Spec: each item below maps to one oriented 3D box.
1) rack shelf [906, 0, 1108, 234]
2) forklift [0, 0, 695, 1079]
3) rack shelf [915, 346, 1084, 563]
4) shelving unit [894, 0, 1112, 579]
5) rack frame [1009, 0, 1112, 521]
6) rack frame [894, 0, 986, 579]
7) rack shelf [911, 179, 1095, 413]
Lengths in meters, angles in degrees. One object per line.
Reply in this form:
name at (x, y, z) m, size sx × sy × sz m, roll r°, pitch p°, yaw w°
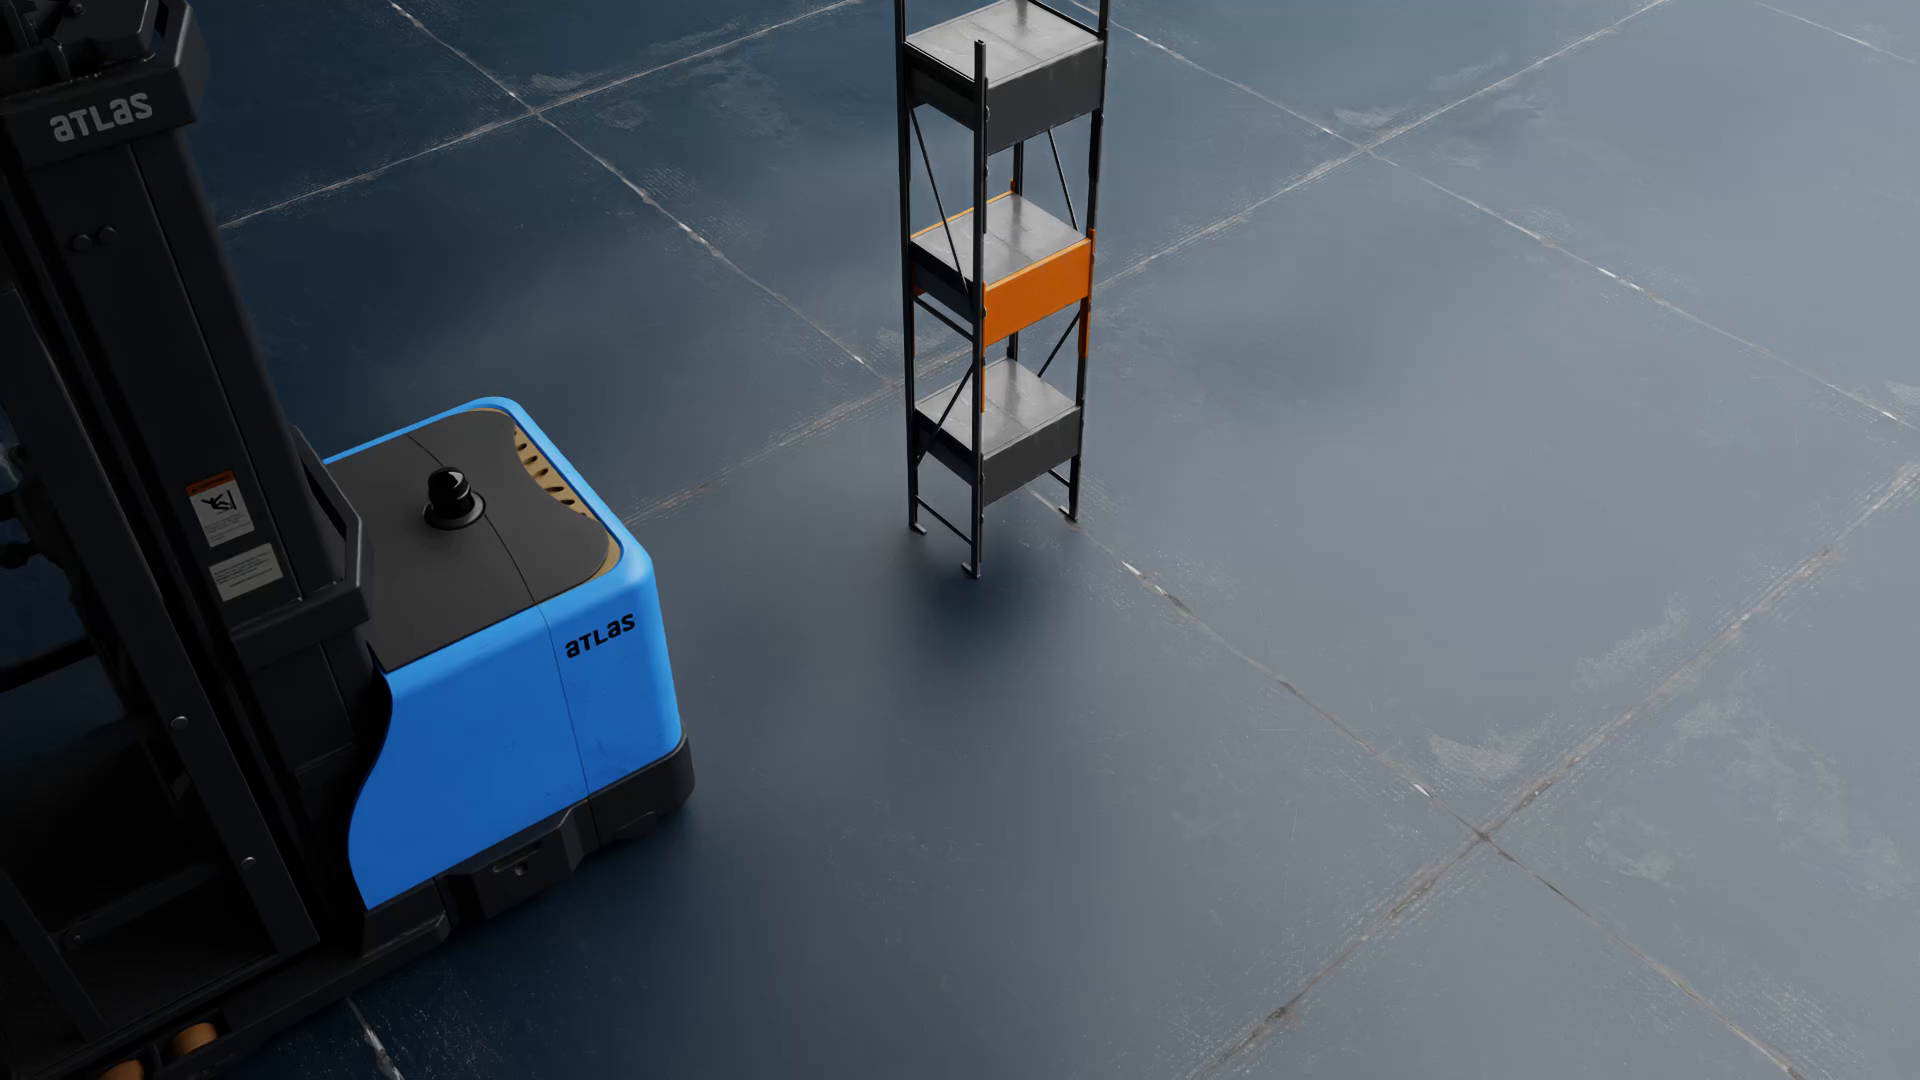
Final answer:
rack shelf at (0.127, -1.338, 5.139) m, size 0.480 × 0.518 × 0.431 m, roll -30°, pitch 51°, yaw -28°
forklift at (-2.337, 0.104, 3.998) m, size 3.031 × 2.935 × 1.130 m, roll -27°, pitch 49°, yaw -26°
rack shelf at (0.127, -0.318, 6.097) m, size 0.480 × 0.518 × 0.431 m, roll -30°, pitch 51°, yaw -28°
shelving unit at (0.127, -0.838, 5.609) m, size 0.503 × 2.100 × 0.431 m, roll -30°, pitch 51°, yaw -28°
rack frame at (0.314, -0.945, 5.723) m, size 0.015 × 2.100 × 0.400 m, roll -30°, pitch 51°, yaw -28°
rack frame at (-0.060, -0.731, 5.494) m, size 0.015 × 2.100 × 0.400 m, roll -30°, pitch 51°, yaw -28°
rack shelf at (0.127, -0.828, 5.618) m, size 0.480 × 0.518 × 0.431 m, roll -30°, pitch 51°, yaw -28°
